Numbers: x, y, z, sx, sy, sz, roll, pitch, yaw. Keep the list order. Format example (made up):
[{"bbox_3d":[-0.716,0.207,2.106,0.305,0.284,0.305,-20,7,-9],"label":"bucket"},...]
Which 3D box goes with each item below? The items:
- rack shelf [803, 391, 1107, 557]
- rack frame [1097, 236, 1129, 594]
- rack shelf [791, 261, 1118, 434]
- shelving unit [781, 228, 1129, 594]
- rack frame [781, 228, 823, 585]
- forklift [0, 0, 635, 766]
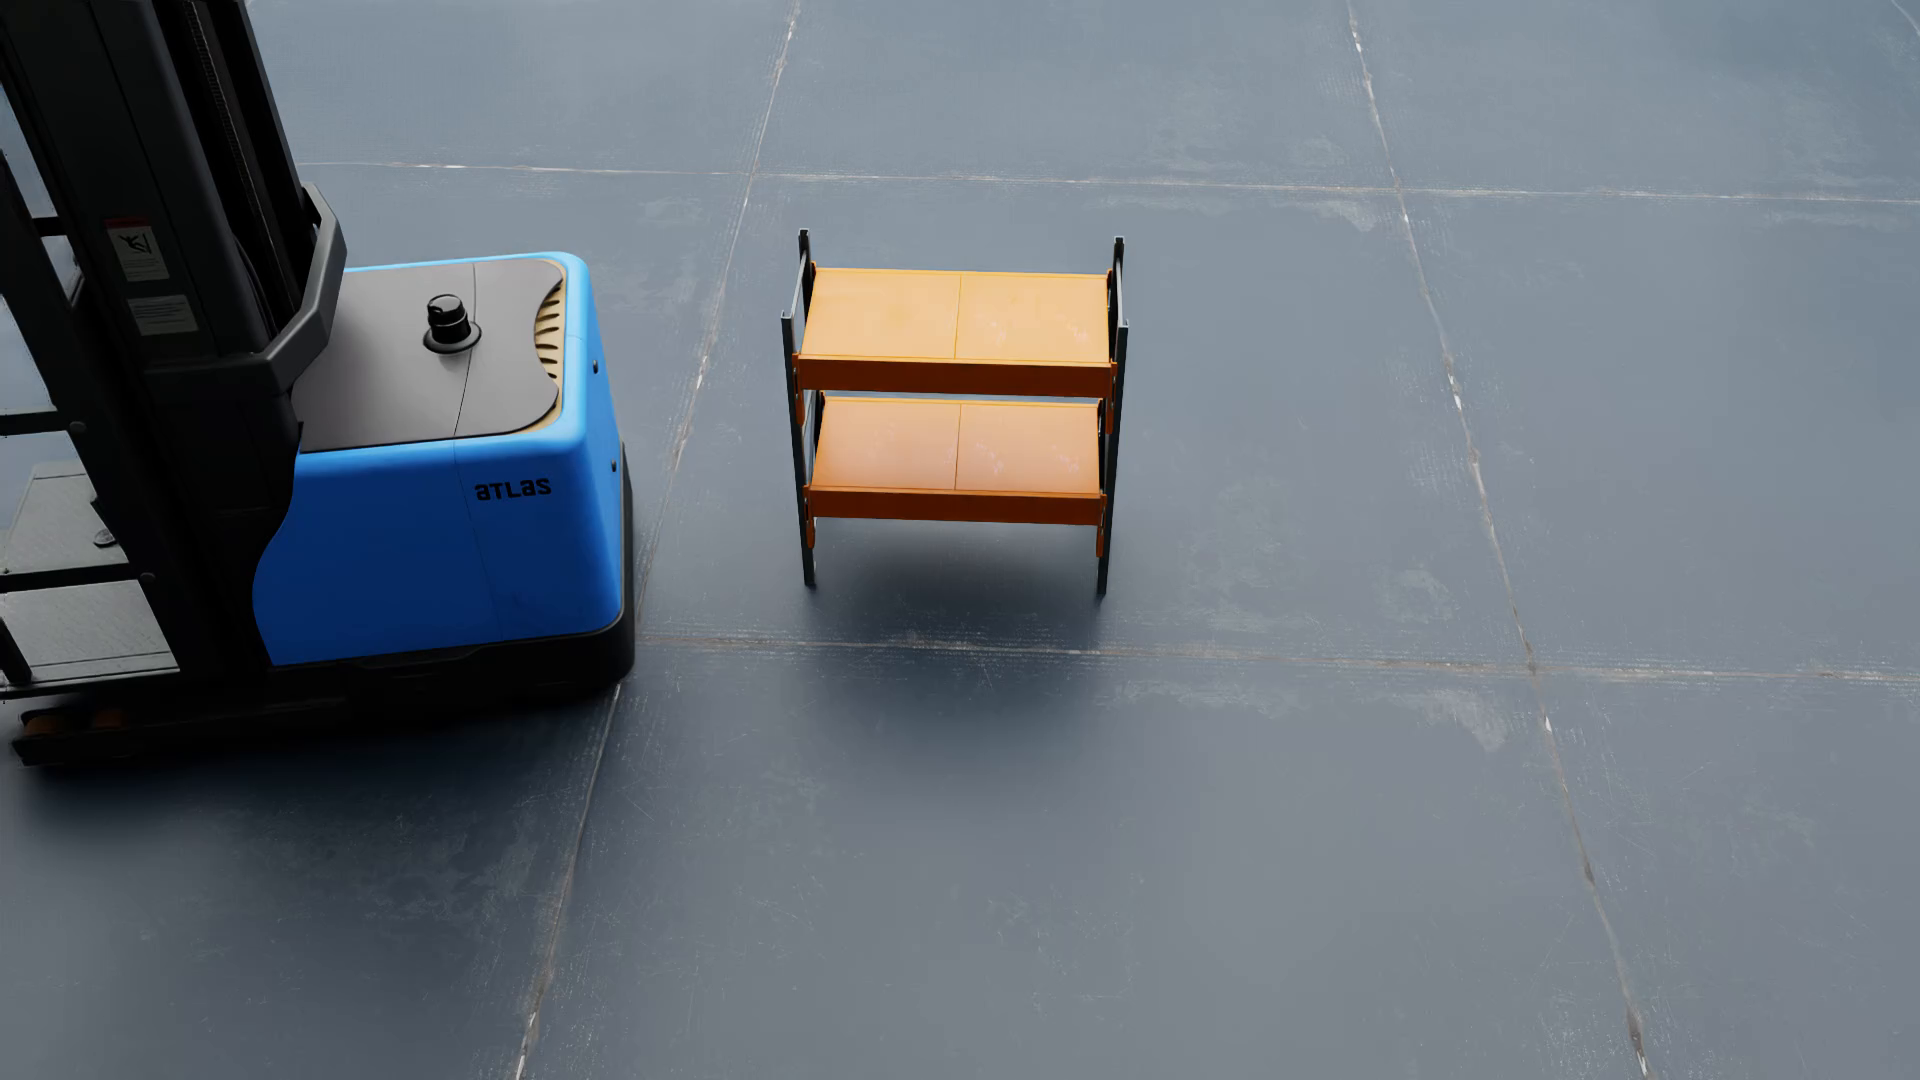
[{"bbox_3d":[-0.007,-0.233,5.732,1.000,0.278,0.538,2,43,2],"label":"rack shelf"},{"bbox_3d":[0.501,-0.396,5.549,0.032,1.125,0.500,2,43,2],"label":"rack frame"},{"bbox_3d":[-0.007,-0.626,5.366,1.000,0.278,0.538,2,43,2],"label":"rack shelf"},{"bbox_3d":[-0.007,-0.412,5.566,1.048,1.125,0.538,2,43,2],"label":"shelving unit"},{"bbox_3d":[-0.515,-0.427,5.582,0.032,1.125,0.500,2,43,2],"label":"rack frame"},{"bbox_3d":[-2.623,-0.757,4.611,3.031,2.935,1.130,-6,43,-6],"label":"forklift"}]
